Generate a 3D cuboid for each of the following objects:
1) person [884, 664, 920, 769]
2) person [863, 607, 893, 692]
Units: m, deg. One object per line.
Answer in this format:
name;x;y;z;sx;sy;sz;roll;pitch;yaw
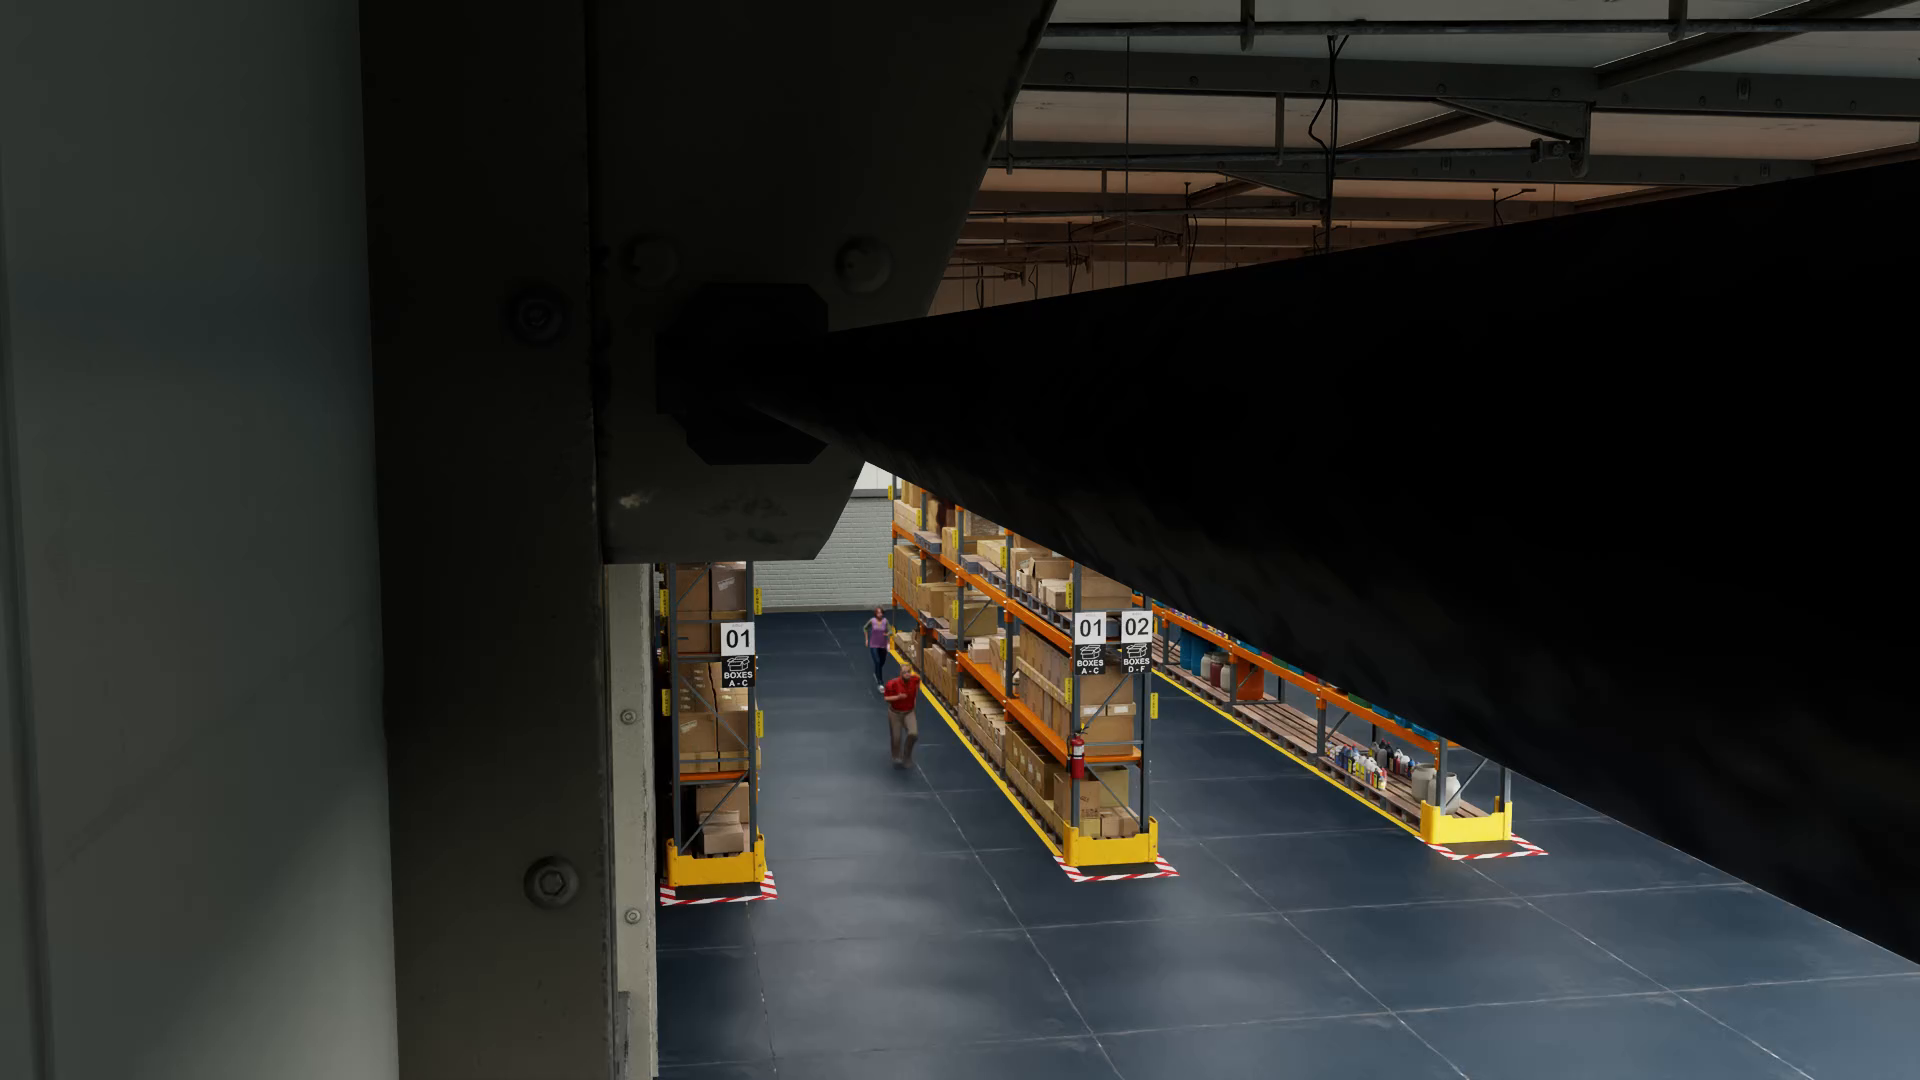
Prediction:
person;-0.877;2.718;25.678;0.640;1.672;0.875;-2;6;-15
person;-1.563;2.060;31.940;0.530;1.597;0.883;-2;6;-15
